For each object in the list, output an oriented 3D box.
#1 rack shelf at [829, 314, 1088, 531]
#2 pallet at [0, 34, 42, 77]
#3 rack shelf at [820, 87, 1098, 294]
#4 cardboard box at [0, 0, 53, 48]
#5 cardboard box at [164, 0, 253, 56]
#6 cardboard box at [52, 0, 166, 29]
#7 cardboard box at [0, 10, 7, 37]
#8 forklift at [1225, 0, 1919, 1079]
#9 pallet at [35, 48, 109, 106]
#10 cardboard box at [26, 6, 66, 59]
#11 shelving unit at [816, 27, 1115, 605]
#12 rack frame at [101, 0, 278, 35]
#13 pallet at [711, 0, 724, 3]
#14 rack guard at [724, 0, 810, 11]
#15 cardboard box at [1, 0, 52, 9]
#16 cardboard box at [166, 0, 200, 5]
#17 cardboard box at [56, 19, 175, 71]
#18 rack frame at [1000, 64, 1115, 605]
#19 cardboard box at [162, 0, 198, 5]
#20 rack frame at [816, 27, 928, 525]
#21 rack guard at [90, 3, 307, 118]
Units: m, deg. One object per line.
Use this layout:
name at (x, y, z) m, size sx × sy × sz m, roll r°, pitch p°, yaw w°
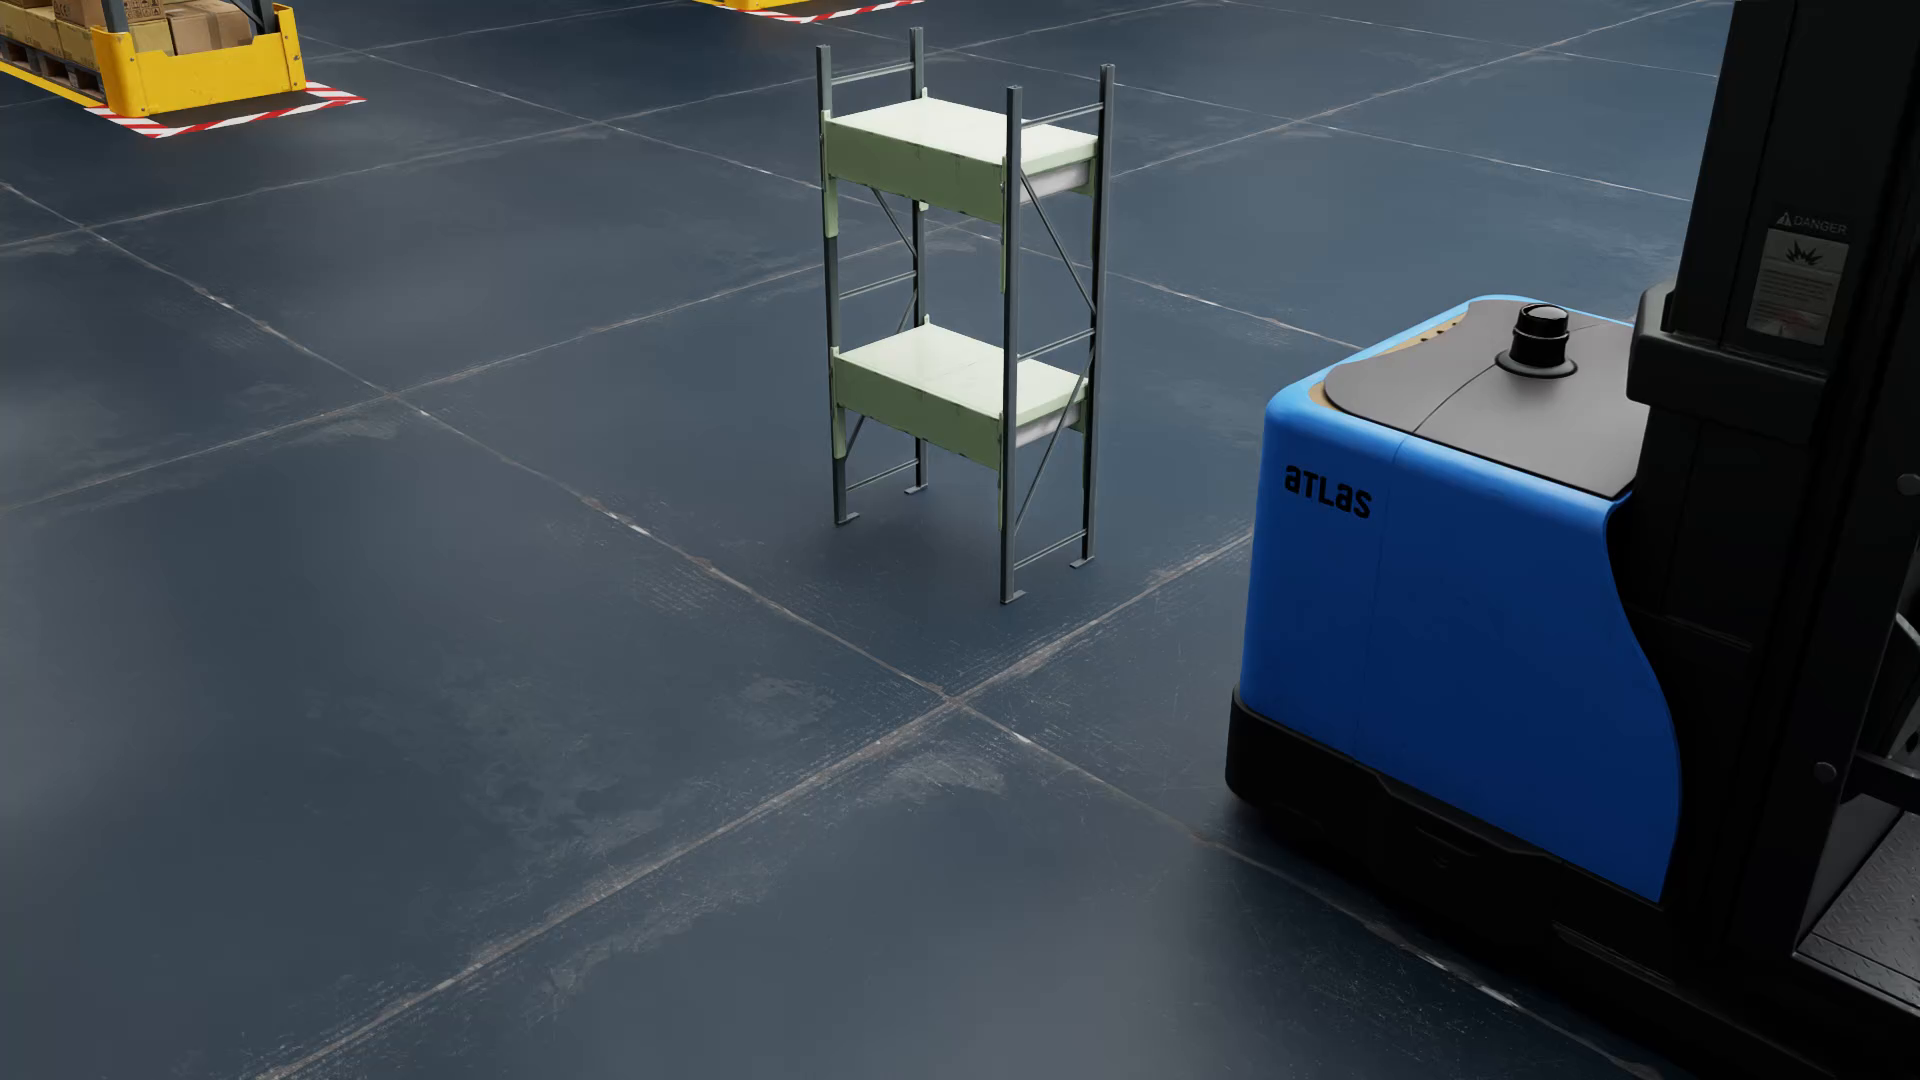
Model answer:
rack shelf at (0.005, -0.373, 5.049) m, size 0.720 × 0.370 × 0.431 m, roll 25°, pitch 36°, yaw 38°
pallet at (-6.235, -3.550, 11.775) m, size 1.213 × 0.211 × 1.003 m, roll 25°, pitch 36°, yaw 38°
rack shelf at (0.005, -1.007, 4.715) m, size 0.720 × 0.370 × 0.431 m, roll 25°, pitch 36°, yaw 38°
cardboard box at (-6.107, -3.518, 11.221) m, size 0.500 × 0.250 × 0.500 m, roll 25°, pitch 36°, yaw 38°
cardboard box at (-5.021, -3.368, 10.936) m, size 0.500 × 0.250 × 0.500 m, roll 25°, pitch 36°, yaw 38°
cardboard box at (-5.385, -3.528, 10.433) m, size 0.500 × 0.500 × 0.500 m, roll 25°, pitch 36°, yaw 38°
cardboard box at (-6.462, -3.682, 11.532) m, size 0.500 × 0.250 × 0.500 m, roll 25°, pitch 36°, yaw 38°
forklift at (2.039, -0.334, 2.736) m, size 3.031 × 2.935 × 1.130 m, roll 25°, pitch 36°, yaw 38°
pallet at (-5.369, -3.152, 11.018) m, size 1.213 × 0.211 × 1.003 m, roll 25°, pitch 36°, yaw 38°
cardboard box at (-5.749, -3.356, 10.912) m, size 0.500 × 0.250 × 0.500 m, roll 25°, pitch 36°, yaw 38°
shelving unit at (0.005, -0.662, 4.897) m, size 0.755 × 1.500 × 0.431 m, roll 25°, pitch 36°, yaw 38°
rack frame at (-4.794, -4.151, 9.921) m, size 0.127 × 3.000 × 1.000 m, roll 25°, pitch 36°, yaw 38°
pallet at (-1.982, -4.835, 14.219) m, size 1.213 × 0.211 × 1.003 m, roll 25°, pitch 36°, yaw 38°
rack guard at (-1.406, -4.696, 13.644) m, size 0.348 × 0.500 × 1.175 m, roll 25°, pitch 36°, yaw 38°
cardboard box at (-6.109, -3.849, 11.045) m, size 0.500 × 0.500 × 0.500 m, roll 25°, pitch 36°, yaw 38°
cardboard box at (-5.380, -3.530, 11.244) m, size 0.500 × 0.250 × 0.500 m, roll 25°, pitch 36°, yaw 38°
cardboard box at (-5.384, -3.196, 10.609) m, size 0.500 × 0.250 × 0.500 m, roll 25°, pitch 36°, yaw 38°
rack frame at (0.266, -0.542, 4.670) m, size 0.023 × 1.500 × 0.400 m, roll 25°, pitch 36°, yaw 38°
cardboard box at (-5.379, -3.863, 11.071) m, size 0.500 × 0.500 × 0.500 m, roll 25°, pitch 36°, yaw 38°
rack frame at (-0.256, -0.781, 5.124) m, size 0.023 × 1.500 × 0.400 m, roll 25°, pitch 36°, yaw 38°
rack guard at (-4.777, -3.036, 10.487) m, size 0.348 × 0.500 × 1.175 m, roll 25°, pitch 36°, yaw 38°
